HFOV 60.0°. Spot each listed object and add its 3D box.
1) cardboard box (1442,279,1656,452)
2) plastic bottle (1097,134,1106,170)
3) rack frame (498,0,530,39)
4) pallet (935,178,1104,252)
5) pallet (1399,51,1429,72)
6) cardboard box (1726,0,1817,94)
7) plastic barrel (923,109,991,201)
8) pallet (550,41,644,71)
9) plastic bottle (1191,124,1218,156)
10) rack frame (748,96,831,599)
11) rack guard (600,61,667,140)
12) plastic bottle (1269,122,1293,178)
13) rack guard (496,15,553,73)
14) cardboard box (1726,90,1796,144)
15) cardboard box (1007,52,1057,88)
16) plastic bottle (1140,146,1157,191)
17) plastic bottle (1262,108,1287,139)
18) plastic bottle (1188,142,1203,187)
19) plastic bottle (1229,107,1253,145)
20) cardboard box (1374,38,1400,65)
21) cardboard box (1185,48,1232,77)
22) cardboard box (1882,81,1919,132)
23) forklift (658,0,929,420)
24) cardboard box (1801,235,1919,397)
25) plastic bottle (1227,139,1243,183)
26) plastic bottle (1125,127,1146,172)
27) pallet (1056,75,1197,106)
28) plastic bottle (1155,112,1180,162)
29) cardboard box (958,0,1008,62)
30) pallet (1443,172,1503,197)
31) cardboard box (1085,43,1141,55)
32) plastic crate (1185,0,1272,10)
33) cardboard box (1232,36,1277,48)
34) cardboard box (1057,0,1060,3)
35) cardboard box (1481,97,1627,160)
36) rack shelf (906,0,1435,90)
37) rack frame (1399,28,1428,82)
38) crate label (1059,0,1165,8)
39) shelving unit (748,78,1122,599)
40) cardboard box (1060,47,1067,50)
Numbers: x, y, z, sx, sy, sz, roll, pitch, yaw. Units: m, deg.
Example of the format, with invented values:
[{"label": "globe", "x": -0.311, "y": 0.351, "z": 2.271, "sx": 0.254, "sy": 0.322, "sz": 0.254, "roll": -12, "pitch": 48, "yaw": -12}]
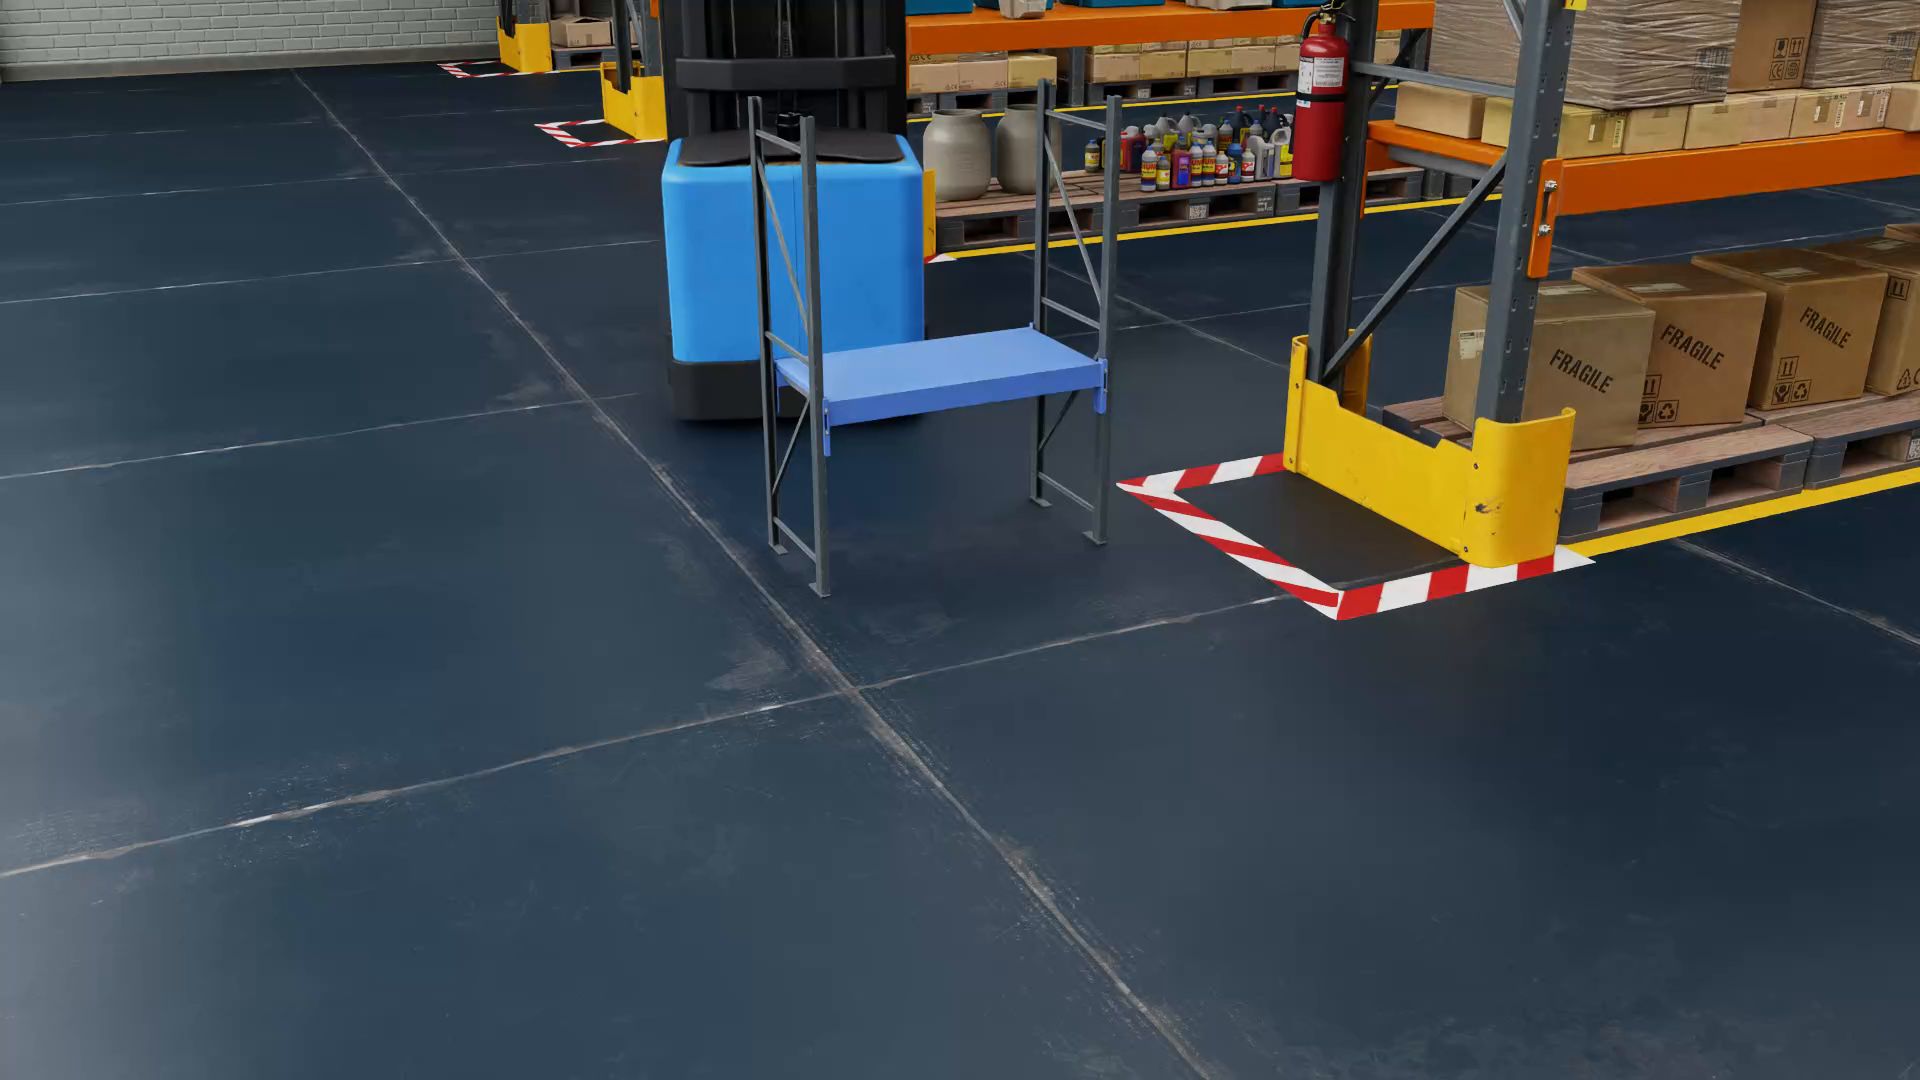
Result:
[{"label": "cardboard box", "x": 2.140, "y": -0.638, "z": 6.089, "sx": 0.500, "sy": 0.500, "sz": 0.500, "roll": -6, "pitch": 23, "yaw": -14}, {"label": "plastic bottle", "x": 0.984, "y": -2.638, "z": 11.177, "sx": 0.133, "sy": 0.283, "sz": 0.061, "roll": -10, "pitch": 24, "yaw": -22}, {"label": "rack frame", "x": -4.875, "y": -6.622, "z": 17.826, "sx": 0.127, "sy": 3.000, "sz": 1.000, "roll": -10, "pitch": 25, "yaw": -24}, {"label": "pallet", "x": 0.204, "y": -2.081, "z": 10.502, "sx": 1.213, "sy": 0.211, "sz": 1.003, "roll": -10, "pitch": 25, "yaw": -24}, {"label": "pallet", "x": 5.175, "y": -5.065, "z": 17.711, "sx": 1.213, "sy": 0.211, "sz": 1.003, "roll": -10, "pitch": 25, "yaw": -24}, {"label": "cardboard box", "x": 2.476, "y": -1.891, "z": 5.876, "sx": 0.500, "sy": 0.500, "sz": 0.875, "roll": -10, "pitch": 25, "yaw": -24}, {"label": "plastic barrel", "x": -0.018, "y": -2.388, "z": 10.301, "sx": 0.421, "sy": 0.512, "sz": 0.421, "roll": 0, "pitch": 22, "yaw": 0}, {"label": "pallet", "x": -4.059, "y": -5.469, "z": 18.686, "sx": 1.213, "sy": 0.211, "sz": 1.003, "roll": -10, "pitch": 25, "yaw": -24}, {"label": "plastic bottle", "x": 1.653, "y": -2.677, "z": 11.281, "sx": 0.135, "sy": 0.276, "sz": 0.152, "roll": -10, "pitch": 25, "yaw": -24}, {"label": "rack frame", "x": -0.535, "y": -0.594, "z": 5.225, "sx": 0.032, "sy": 1.500, "sz": 0.500, "roll": -10, "pitch": 25, "yaw": -24}, {"label": "rack guard", "x": -2.745, "y": -3.757, "z": 14.172, "sx": 0.348, "sy": 0.500, "sz": 1.175, "roll": -10, "pitch": 25, "yaw": -24}, {"label": "plastic bottle", "x": 2.107, "y": -2.559, "z": 10.899, "sx": 0.185, "sy": 0.351, "sz": 0.144, "roll": -11, "pitch": 25, "yaw": -24}, {"label": "rack guard", "x": -4.806, "y": -5.480, "z": 18.335, "sx": 0.348, "sy": 0.500, "sz": 1.175, "roll": -10, "pitch": 25, "yaw": -24}, {"label": "cardboard box", "x": 2.612, "y": -1.470, "z": 5.708, "sx": 0.250, "sy": 0.149, "sz": 0.380, "roll": -10, "pitch": 25, "yaw": -24}, {"label": "cardboard box", "x": 0.558, "y": -4.351, "z": 15.384, "sx": 0.500, "sy": 0.250, "sz": 0.500, "roll": -10, "pitch": 25, "yaw": -24}, {"label": "plastic bottle", "x": 1.191, "y": -2.344, "z": 10.483, "sx": 0.097, "sy": 0.271, "sz": 0.097, "roll": 0, "pitch": 22, "yaw": 0}, {"label": "plastic bottle", "x": 2.181, "y": -2.810, "z": 11.506, "sx": 0.185, "sy": 0.351, "sz": 0.144, "roll": -10, "pitch": 25, "yaw": -24}, {"label": "plastic bottle", "x": 1.500, "y": -2.401, "z": 10.620, "sx": 0.097, "sy": 0.271, "sz": 0.097, "roll": 0, "pitch": 22, "yaw": 0}, {"label": "plastic bottle", "x": 1.949, "y": -2.829, "z": 11.550, "sx": 0.185, "sy": 0.351, "sz": 0.144, "roll": -12, "pitch": 25, "yaw": -26}, {"label": "cardboard box", "x": 4.117, "y": -4.995, "z": 16.941, "sx": 0.500, "sy": 0.250, "sz": 0.500, "roll": -10, "pitch": 24, "yaw": -22}, {"label": "cardboard box", "x": 2.279, "y": -4.656, "z": 16.121, "sx": 0.500, "sy": 0.250, "sz": 0.500, "roll": -11, "pitch": 25, "yaw": -25}, {"label": "cardboard box", "x": 3.324, "y": -1.566, "z": 5.939, "sx": 0.250, "sy": 0.149, "sz": 0.380, "roll": -10, "pitch": 25, "yaw": -24}, {"label": "forklift", "x": -0.813, "y": -2.365, "z": 7.631, "sx": 1.130, "sy": 2.935, "sz": 3.031, "roll": -3, "pitch": 23, "yaw": -6}, {"label": "cardboard box", "x": 3.758, "y": -0.924, "z": 6.778, "sx": 0.500, "sy": 0.500, "sz": 0.500, "roll": -13, "pitch": 26, "yaw": -28}, {"label": "plastic bottle", "x": 1.772, "y": -2.451, "z": 10.742, "sx": 0.097, "sy": 0.271, "sz": 0.097, "roll": 0, "pitch": 22, "yaw": 0}, {"label": "plastic bottle", "x": 1.172, "y": -2.608, "z": 11.104, "sx": 0.133, "sy": 0.283, "sz": 0.061, "roll": -10, "pitch": 25, "yaw": -24}, {"label": "pallet", "x": 1.528, "y": -4.427, "z": 16.168, "sx": 1.213, "sy": 0.211, "sz": 1.003, "roll": -10, "pitch": 25, "yaw": -24}, {"label": "plastic bottle", "x": 1.398, "y": -2.727, "z": 11.305, "sx": 0.185, "sy": 0.351, "sz": 0.144, "roll": -9, "pitch": 24, "yaw": -21}, {"label": "cardboard box", "x": 0.103, "y": -4.618, "z": 15.050, "sx": 0.500, "sy": 0.500, "sz": 0.500, "roll": -10, "pitch": 25, "yaw": -24}, {"label": "pallet", "x": 3.717, "y": -2.727, "z": 12.062, "sx": 1.213, "sy": 0.211, "sz": 1.003, "roll": -10, "pitch": 25, "yaw": -24}, {"label": "cardboard box", "x": 1.362, "y": -4.745, "z": 15.603, "sx": 0.500, "sy": 0.311, "sz": 0.500, "roll": -10, "pitch": 25, "yaw": -23}, {"label": "plastic crate", "x": 1.673, "y": -3.393, "z": 10.370, "sx": 0.437, "sy": 0.136, "sz": 0.530, "roll": -10, "pitch": 25, "yaw": -24}, {"label": "cardboard box", "x": 2.746, "y": -5.000, "z": 16.220, "sx": 0.500, "sy": 0.311, "sz": 0.500, "roll": -10, "pitch": 24, "yaw": -22}, {"label": "cardboard box", "x": 1.193, "y": -6.815, "z": 20.985, "sx": 0.500, "sy": 0.500, "sz": 0.700, "roll": -10, "pitch": 25, "yaw": -24}, {"label": "cardboard box", "x": 1.930, "y": -1.350, "z": 5.418, "sx": 0.250, "sy": 0.149, "sz": 0.380, "roll": -10, "pitch": 25, "yaw": -24}, {"label": "rack shelf", "x": 1.224, "y": -3.207, "z": 10.517, "sx": 4.000, "sy": 0.370, "sz": 1.077, "roll": -10, "pitch": 25, "yaw": -24}, {"label": "rack frame", "x": 4.485, "y": -6.243, "z": 16.910, "sx": 0.127, "sy": 3.000, "sz": 1.000, "roll": -10, "pitch": 25, "yaw": -24}, {"label": "crate label", "x": 0.963, "y": -3.623, "z": 10.534, "sx": 0.616, "sy": 0.435, "sz": 0.502, "roll": -10, "pitch": 25, "yaw": -24}, {"label": "shelving unit", "x": -0.077, "y": -0.679, "z": 5.429, "sx": 1.048, "sy": 1.500, "sz": 0.538, "roll": -10, "pitch": 25, "yaw": -24}, {"label": "cardboard box", "x": 1.122, "y": -4.928, "z": 16.046, "sx": 0.500, "sy": 0.311, "sz": 0.500, "roll": -10, "pitch": 25, "yaw": -24}]
